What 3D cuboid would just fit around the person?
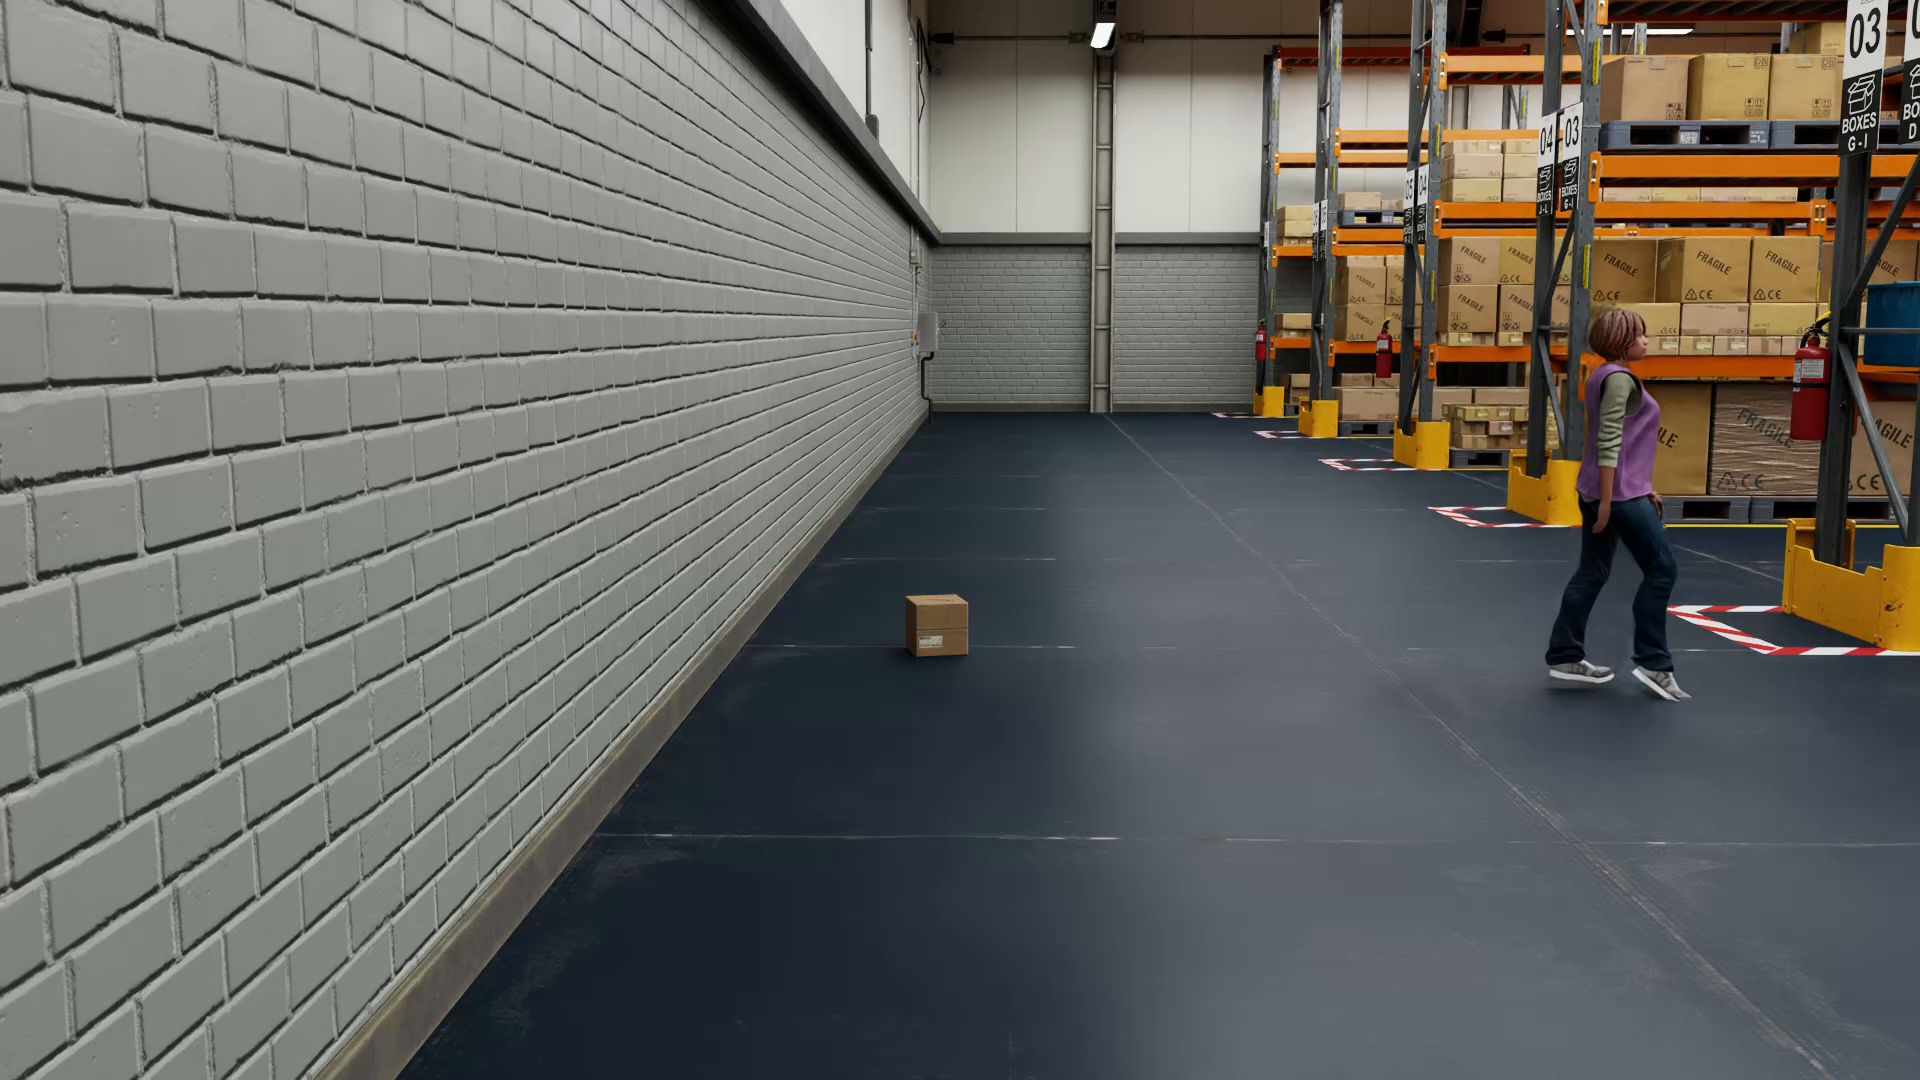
[{"bbox_3d":[2.781,-0.142,6.986,0.563,1.649,0.414,1,7,5],"label":"person"}]
